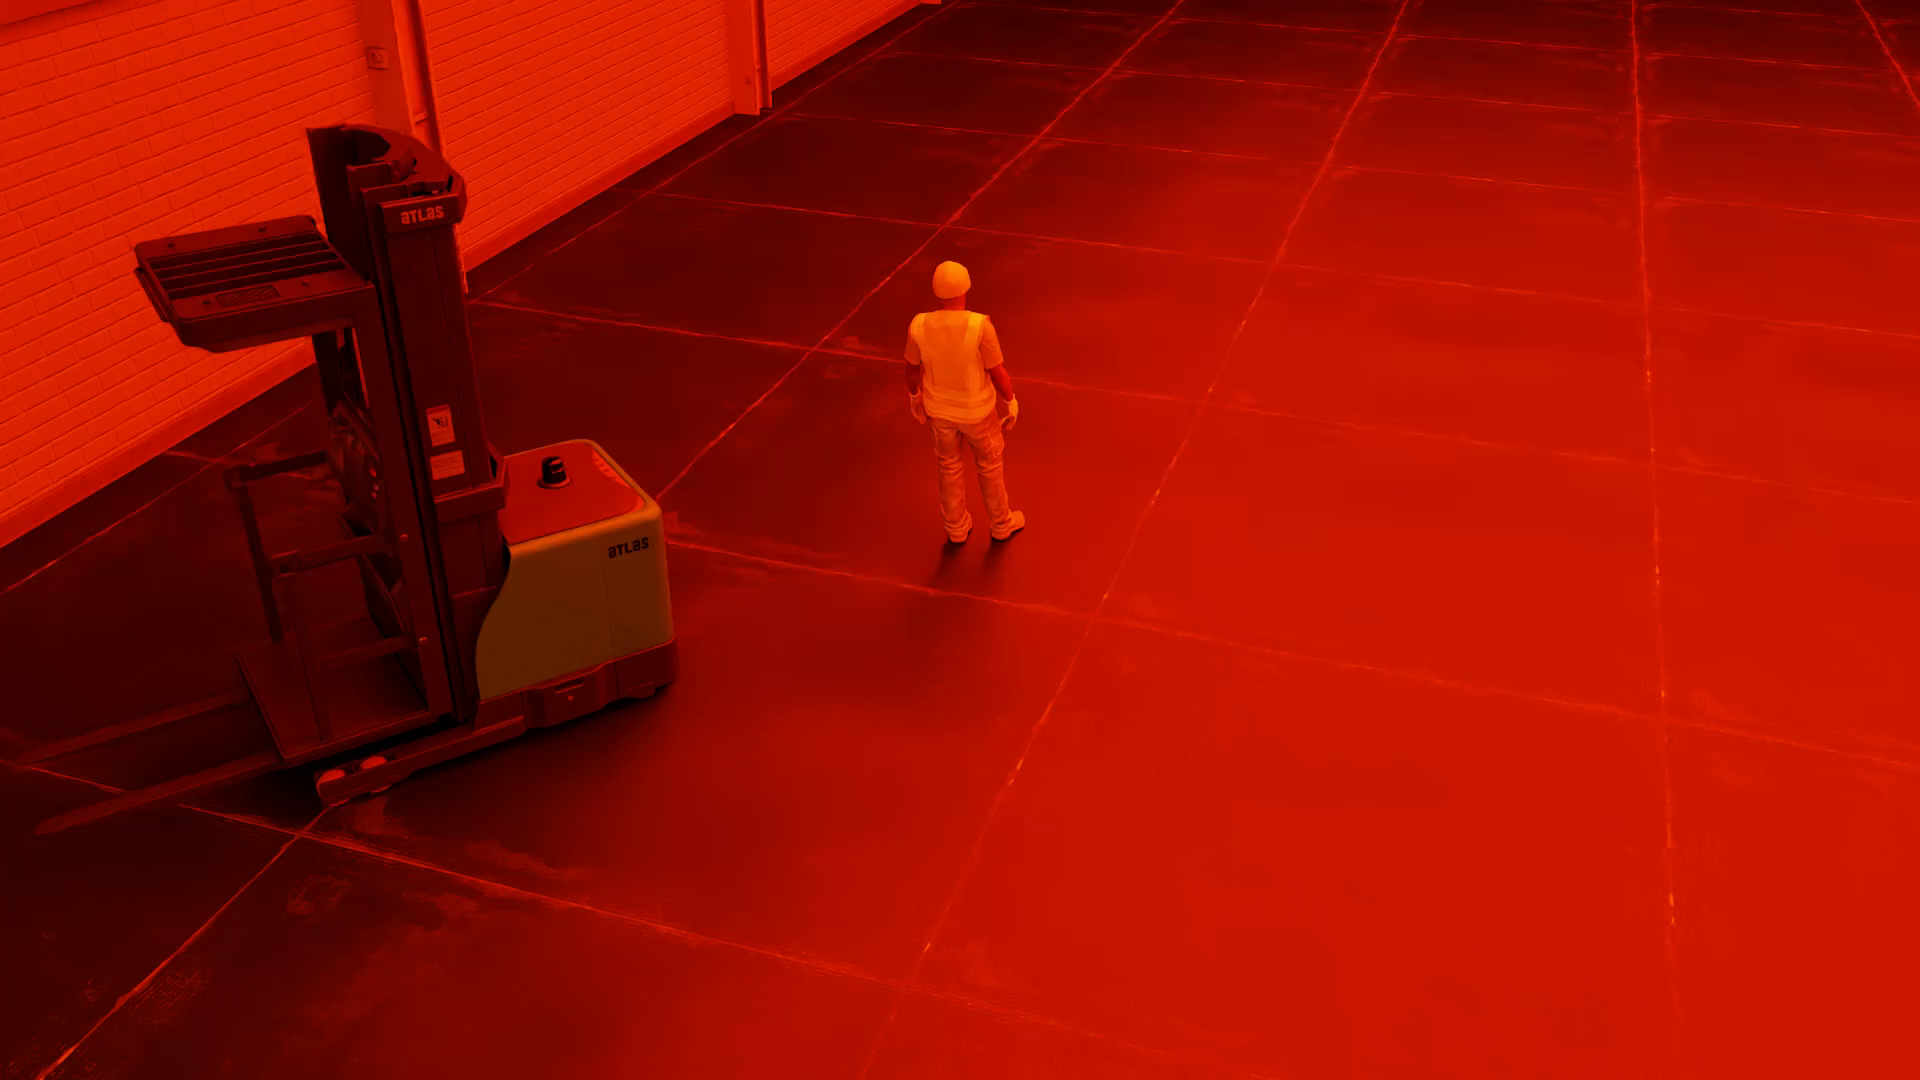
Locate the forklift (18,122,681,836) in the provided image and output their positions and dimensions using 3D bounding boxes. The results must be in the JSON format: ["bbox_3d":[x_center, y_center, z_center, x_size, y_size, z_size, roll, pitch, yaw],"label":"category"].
[{"bbox_3d":[-2.987,-0.313,7.686,3.031,2.935,1.130,-17,34,-28],"label":"forklift"}]

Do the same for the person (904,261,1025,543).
[{"bbox_3d":[0.032,-0.813,9.707,0.656,1.782,0.577,10,31,16],"label":"person"}]
